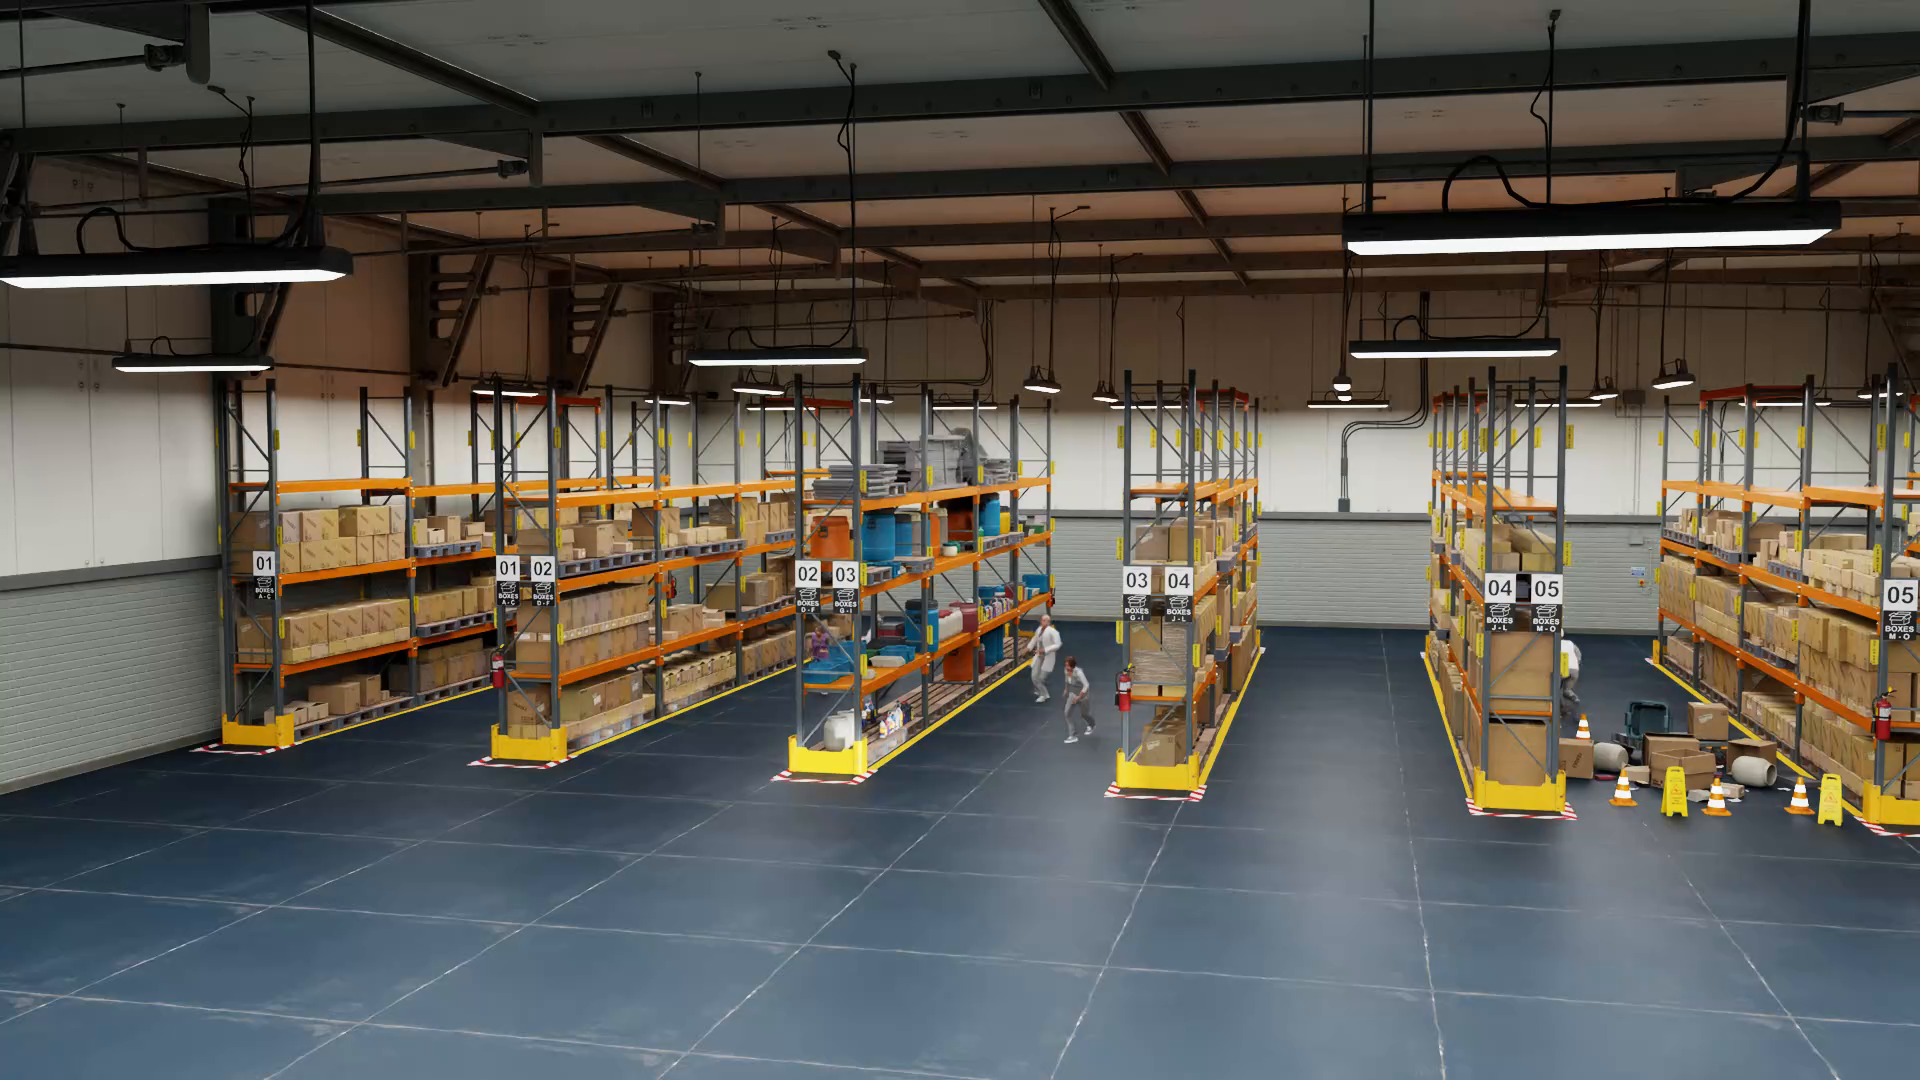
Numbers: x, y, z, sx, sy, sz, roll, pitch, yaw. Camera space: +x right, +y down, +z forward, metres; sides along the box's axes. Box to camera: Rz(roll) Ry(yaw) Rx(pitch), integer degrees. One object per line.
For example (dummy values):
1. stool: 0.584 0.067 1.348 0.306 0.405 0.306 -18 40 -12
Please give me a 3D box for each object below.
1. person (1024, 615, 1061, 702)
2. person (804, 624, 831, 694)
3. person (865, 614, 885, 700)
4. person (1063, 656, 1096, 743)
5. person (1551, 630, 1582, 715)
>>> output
1. person: 1.629 2.270 31.942 0.809 1.705 0.652 2 4 31
2. person: -2.763 2.328 32.429 0.576 1.438 0.848 0 3 5
3. person: -1.606 2.237 32.181 0.686 1.671 0.617 3 5 42
4. person: 2.018 2.611 27.622 0.538 1.441 0.991 3 4 38
5. person: 11.040 2.411 30.260 0.663 1.578 1.052 0 3 -6
